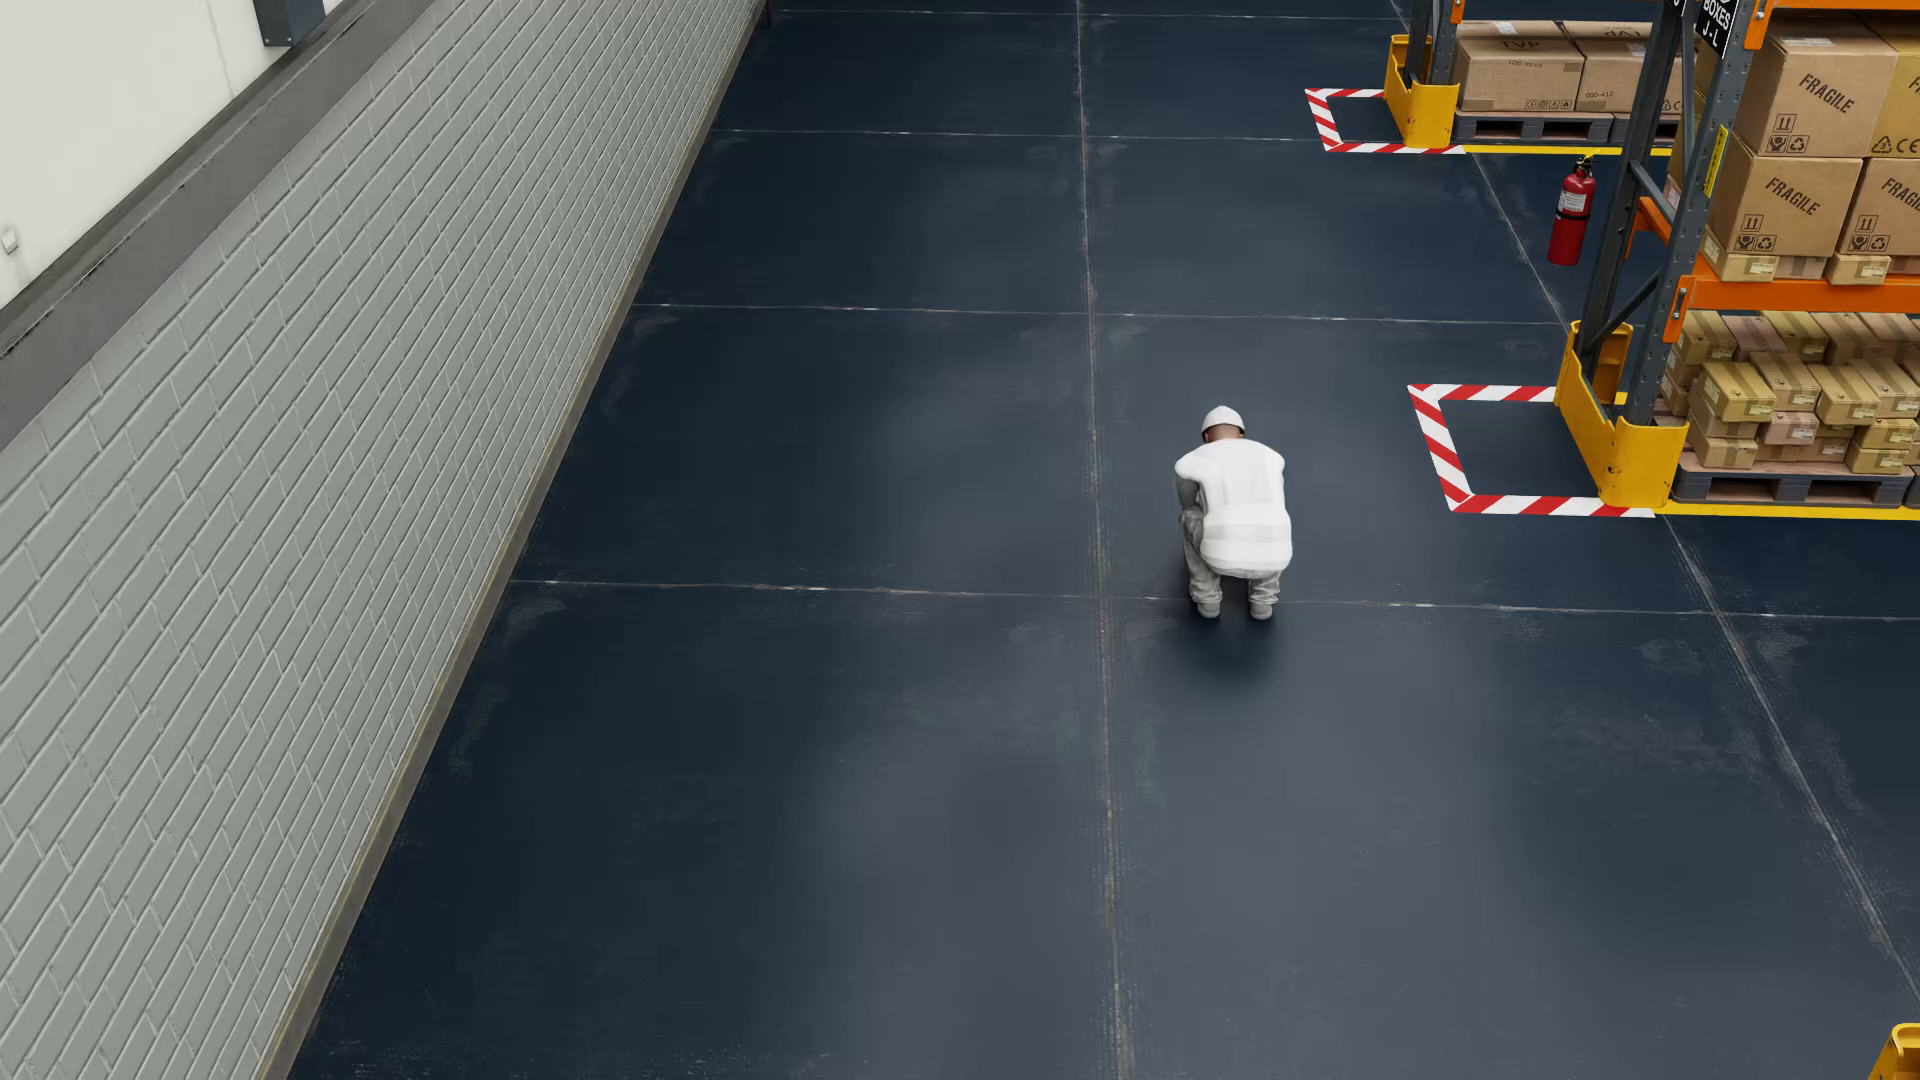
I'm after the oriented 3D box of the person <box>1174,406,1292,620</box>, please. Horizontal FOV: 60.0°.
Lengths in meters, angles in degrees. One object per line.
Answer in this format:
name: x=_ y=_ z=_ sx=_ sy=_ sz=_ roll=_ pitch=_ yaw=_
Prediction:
person: x=1.324 y=-0.074 z=8.145 sx=0.571 sy=0.881 sz=0.944 roll=1 pitch=35 yaw=1
